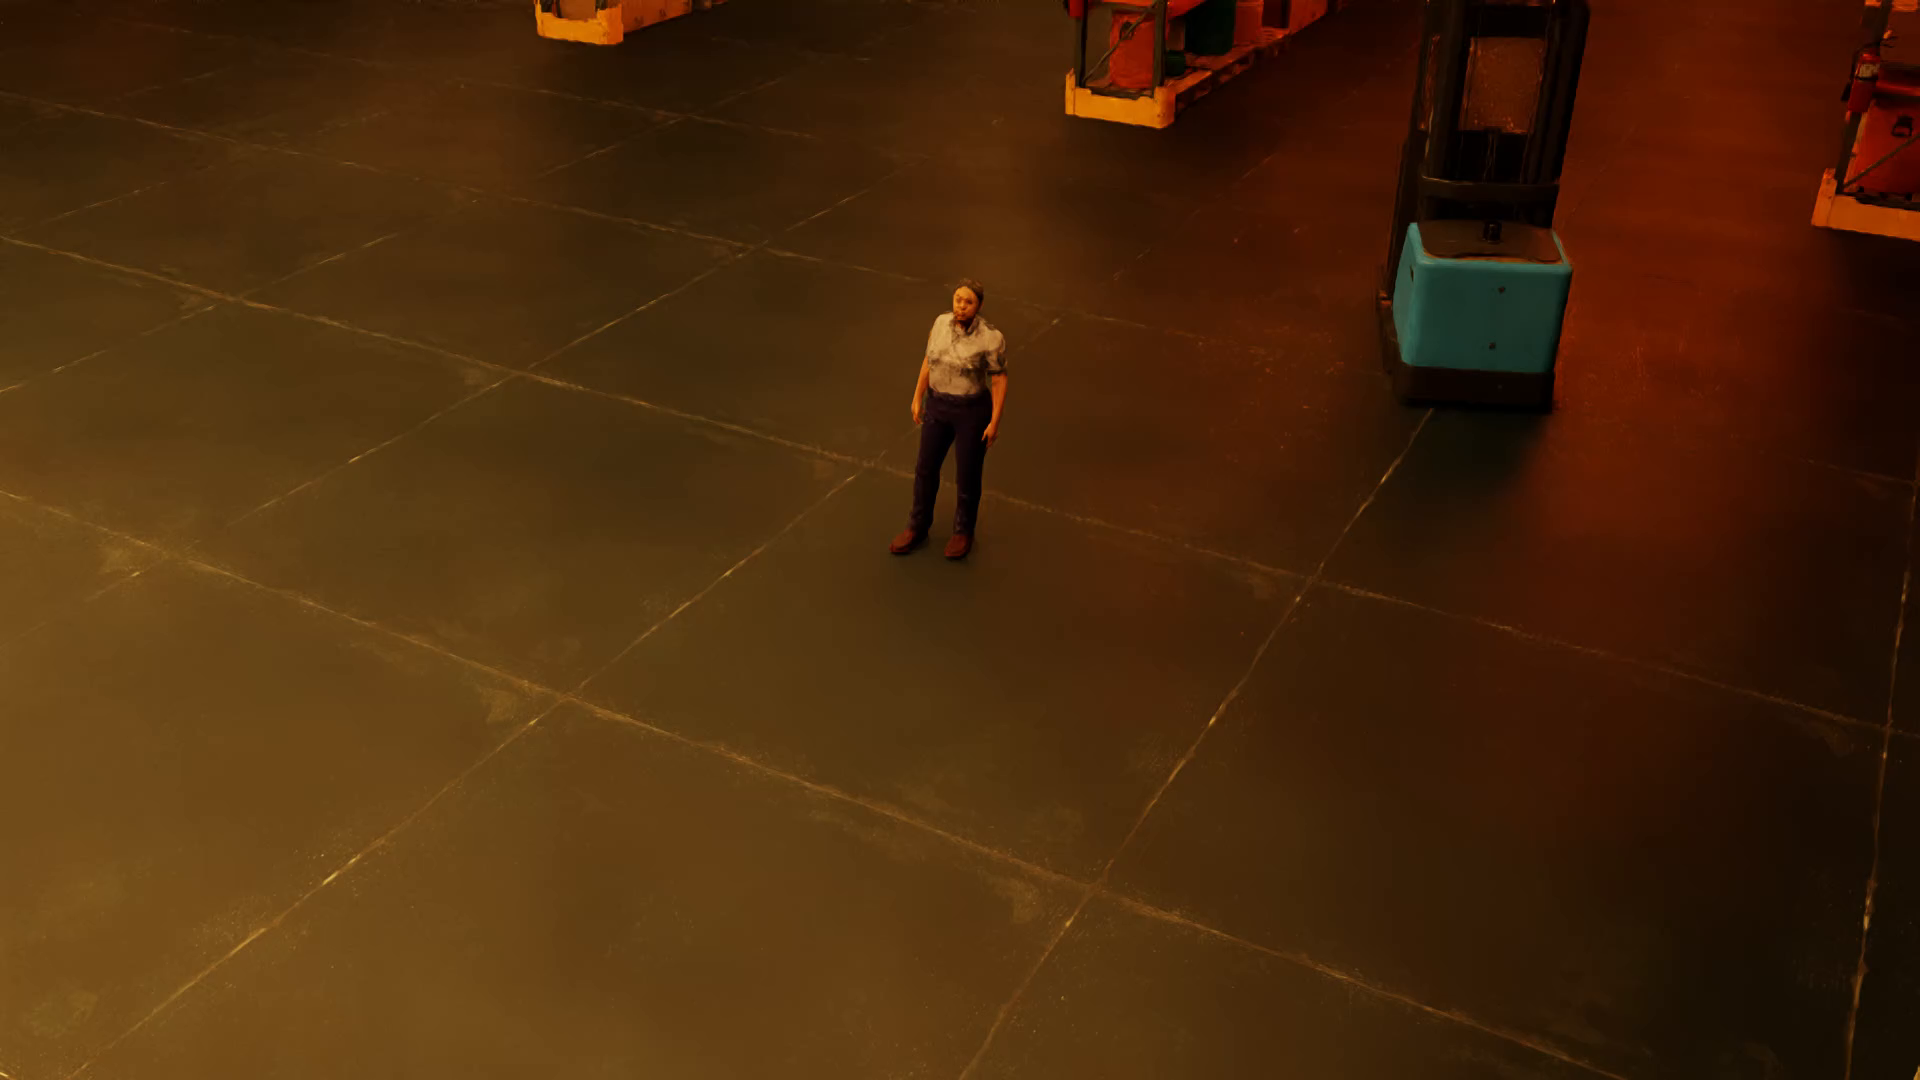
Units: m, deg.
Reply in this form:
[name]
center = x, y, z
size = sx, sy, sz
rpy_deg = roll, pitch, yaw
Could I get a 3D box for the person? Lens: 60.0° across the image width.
[person]
center = -0.063, -0.681, 9.531
size = 0.599, 1.640, 0.502
rpy_deg = 15, 33, 25

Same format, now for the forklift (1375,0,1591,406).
[forklift]
center = 3.792, -2.910, 12.113
size = 1.130, 2.935, 3.031
rpy_deg = 4, 30, 8
